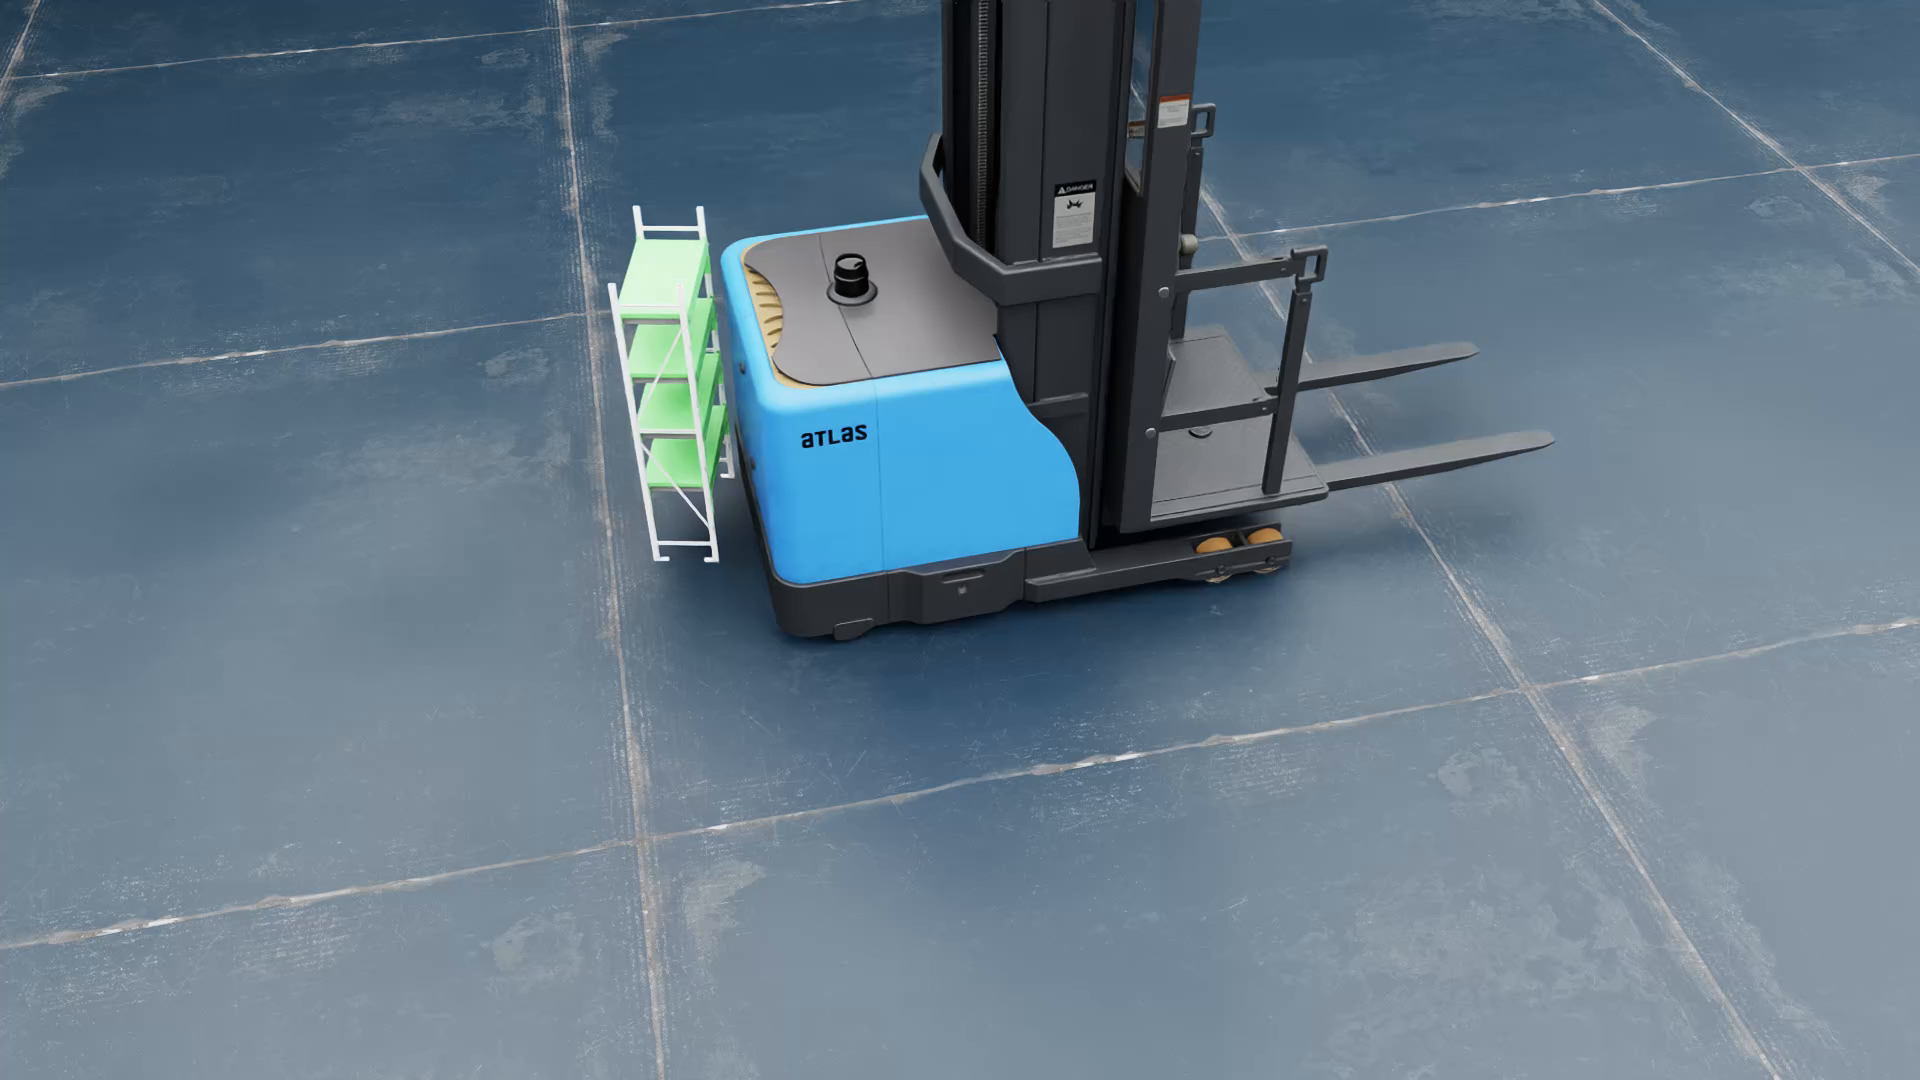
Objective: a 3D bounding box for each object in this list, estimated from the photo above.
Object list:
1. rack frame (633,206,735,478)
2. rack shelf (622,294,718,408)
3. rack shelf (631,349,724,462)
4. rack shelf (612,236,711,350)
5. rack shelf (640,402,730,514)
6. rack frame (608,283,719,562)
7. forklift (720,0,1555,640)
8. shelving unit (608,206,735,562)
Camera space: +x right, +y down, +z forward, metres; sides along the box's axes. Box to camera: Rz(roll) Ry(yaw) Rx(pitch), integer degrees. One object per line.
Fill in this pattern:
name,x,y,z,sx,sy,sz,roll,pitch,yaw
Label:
rack frame,-1.006,-0.699,6.133,0.240,1.200,0.015,1,42,1
rack shelf,-1.011,-0.668,5.833,0.258,0.148,0.480,1,42,1
rack shelf,-1.010,-0.489,5.993,0.258,0.148,0.480,1,42,1
rack shelf,-1.011,-0.848,5.674,0.258,0.148,0.480,1,42,1
rack shelf,-1.010,-0.309,6.152,0.258,0.148,0.480,1,42,1
rack frame,-1.014,-0.375,5.768,0.240,1.200,0.015,1,42,1
forklift,0.724,-1.274,5.478,3.031,2.935,1.130,-10,42,-11
shelving unit,-1.010,-0.537,5.950,0.258,1.200,0.503,1,42,1
